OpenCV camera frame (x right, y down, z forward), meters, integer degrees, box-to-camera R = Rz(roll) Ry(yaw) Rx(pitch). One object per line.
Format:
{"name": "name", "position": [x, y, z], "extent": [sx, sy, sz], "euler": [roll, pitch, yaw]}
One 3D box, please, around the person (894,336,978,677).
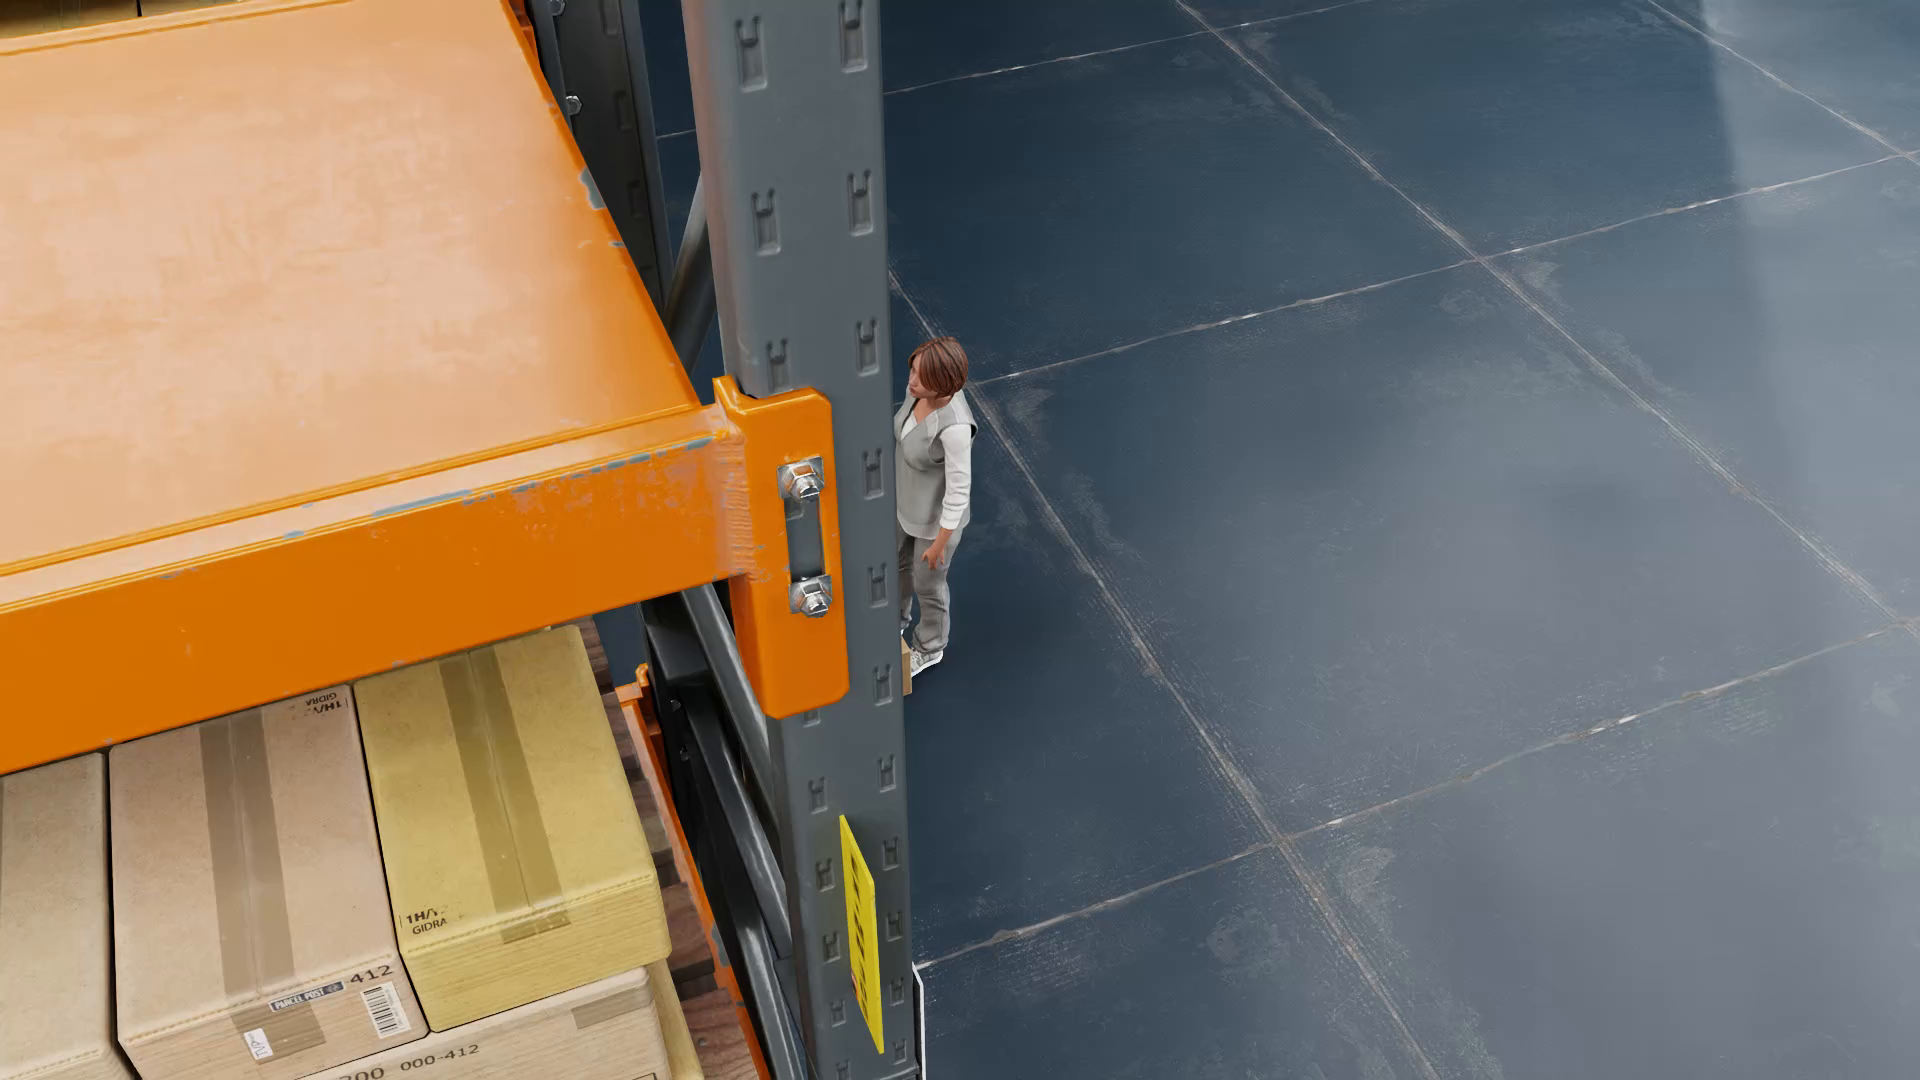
{"name": "person", "position": [-0.200, -0.092, 6.254], "extent": [0.472, 1.599, 0.520], "euler": [-15, 45, -16]}
